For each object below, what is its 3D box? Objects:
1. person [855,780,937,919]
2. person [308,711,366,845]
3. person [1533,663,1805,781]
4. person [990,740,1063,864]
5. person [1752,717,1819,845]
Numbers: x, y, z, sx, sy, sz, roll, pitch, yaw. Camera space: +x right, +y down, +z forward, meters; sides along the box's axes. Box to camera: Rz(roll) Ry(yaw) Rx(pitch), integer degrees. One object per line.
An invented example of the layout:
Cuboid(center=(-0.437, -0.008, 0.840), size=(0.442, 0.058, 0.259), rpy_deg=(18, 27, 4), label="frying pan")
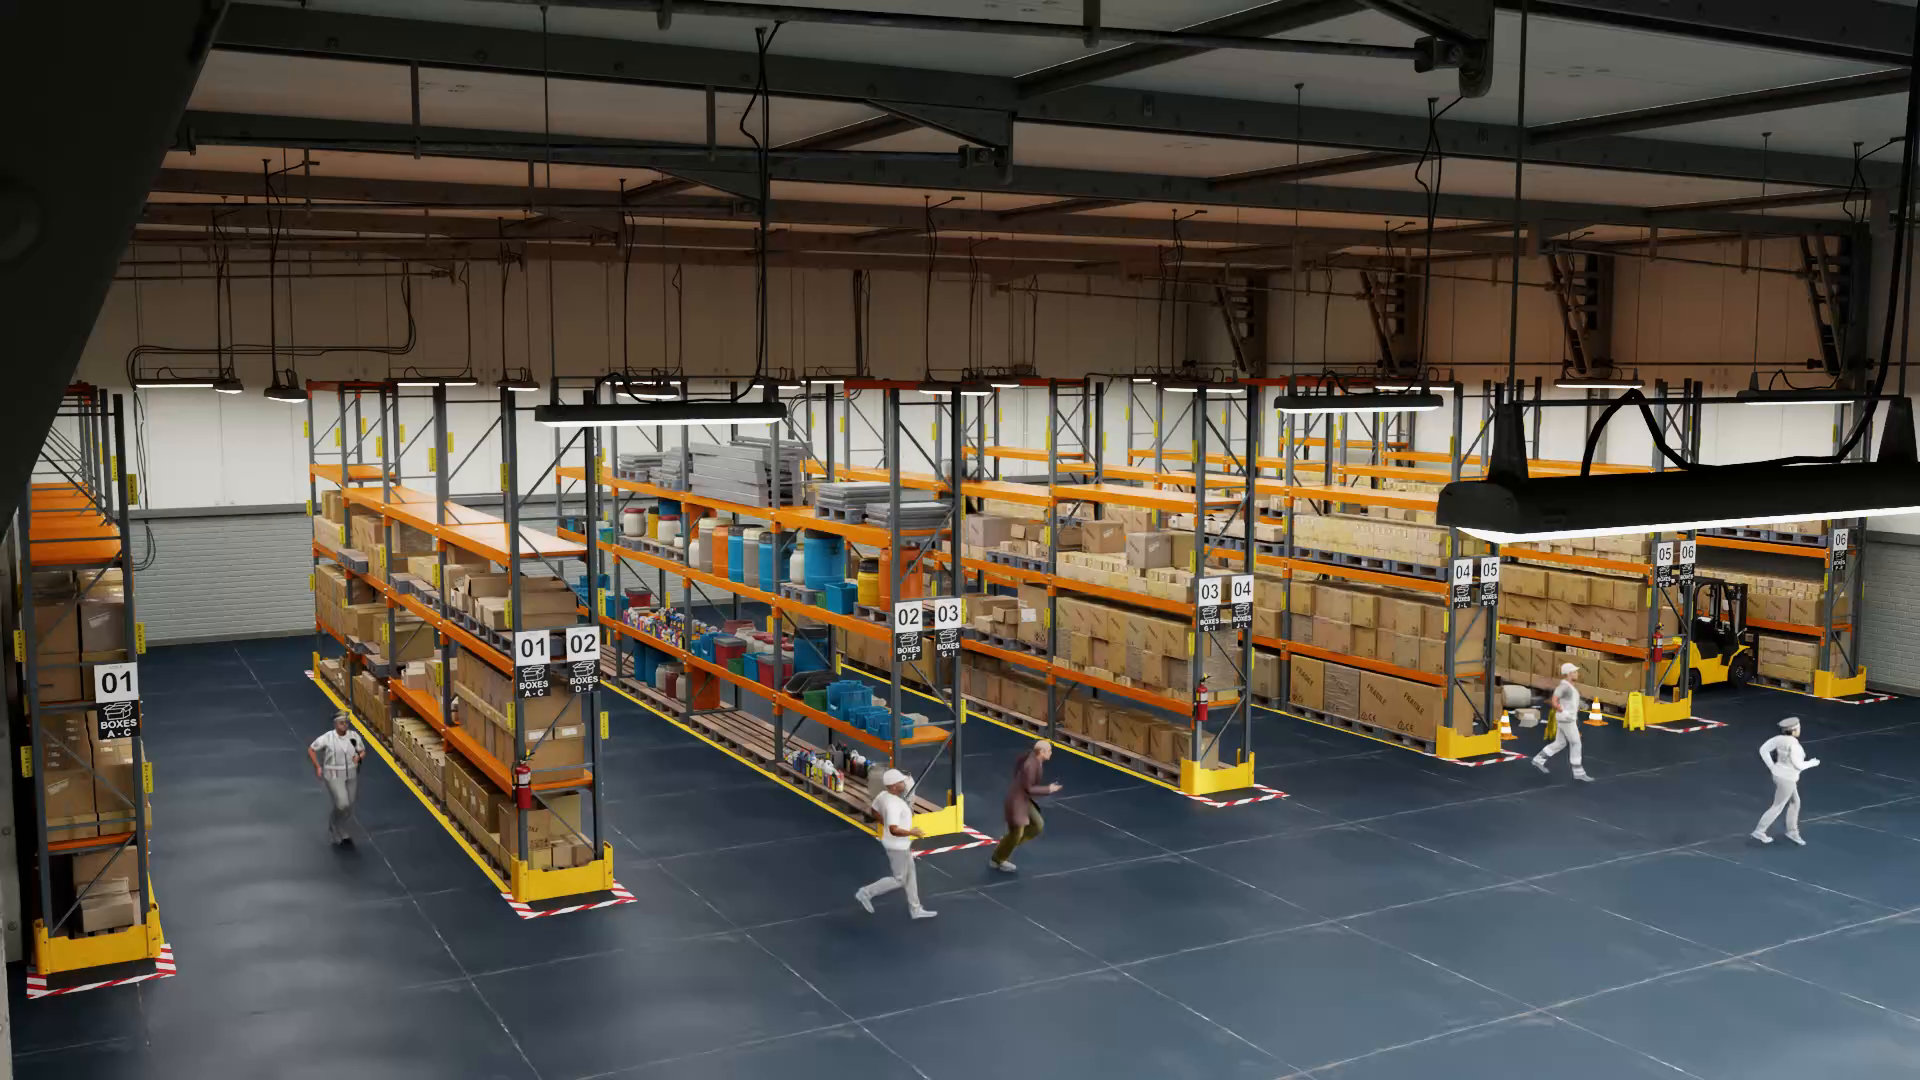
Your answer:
Cuboid(center=(-0.727, 3.507, 18.817), size=(0.946, 1.637, 0.702), rpy_deg=(-1, 6, -9), label="person")
Cuboid(center=(-8.131, 3.128, 21.913), size=(0.653, 1.769, 0.652), rpy_deg=(6, 8, 43), label="person")
Cuboid(center=(9.913, 2.873, 23.570), size=(3.356, 1.713, 3.205), rpy_deg=(2, 6, 19), label="person")
Cuboid(center=(0.848, 3.266, 20.829), size=(0.912, 1.575, 0.695), rpy_deg=(1, 6, 12), label="person")
Cuboid(center=(10.802, 3.178, 21.790), size=(0.816, 1.737, 0.557), rpy_deg=(0, 6, 4), label="person")
